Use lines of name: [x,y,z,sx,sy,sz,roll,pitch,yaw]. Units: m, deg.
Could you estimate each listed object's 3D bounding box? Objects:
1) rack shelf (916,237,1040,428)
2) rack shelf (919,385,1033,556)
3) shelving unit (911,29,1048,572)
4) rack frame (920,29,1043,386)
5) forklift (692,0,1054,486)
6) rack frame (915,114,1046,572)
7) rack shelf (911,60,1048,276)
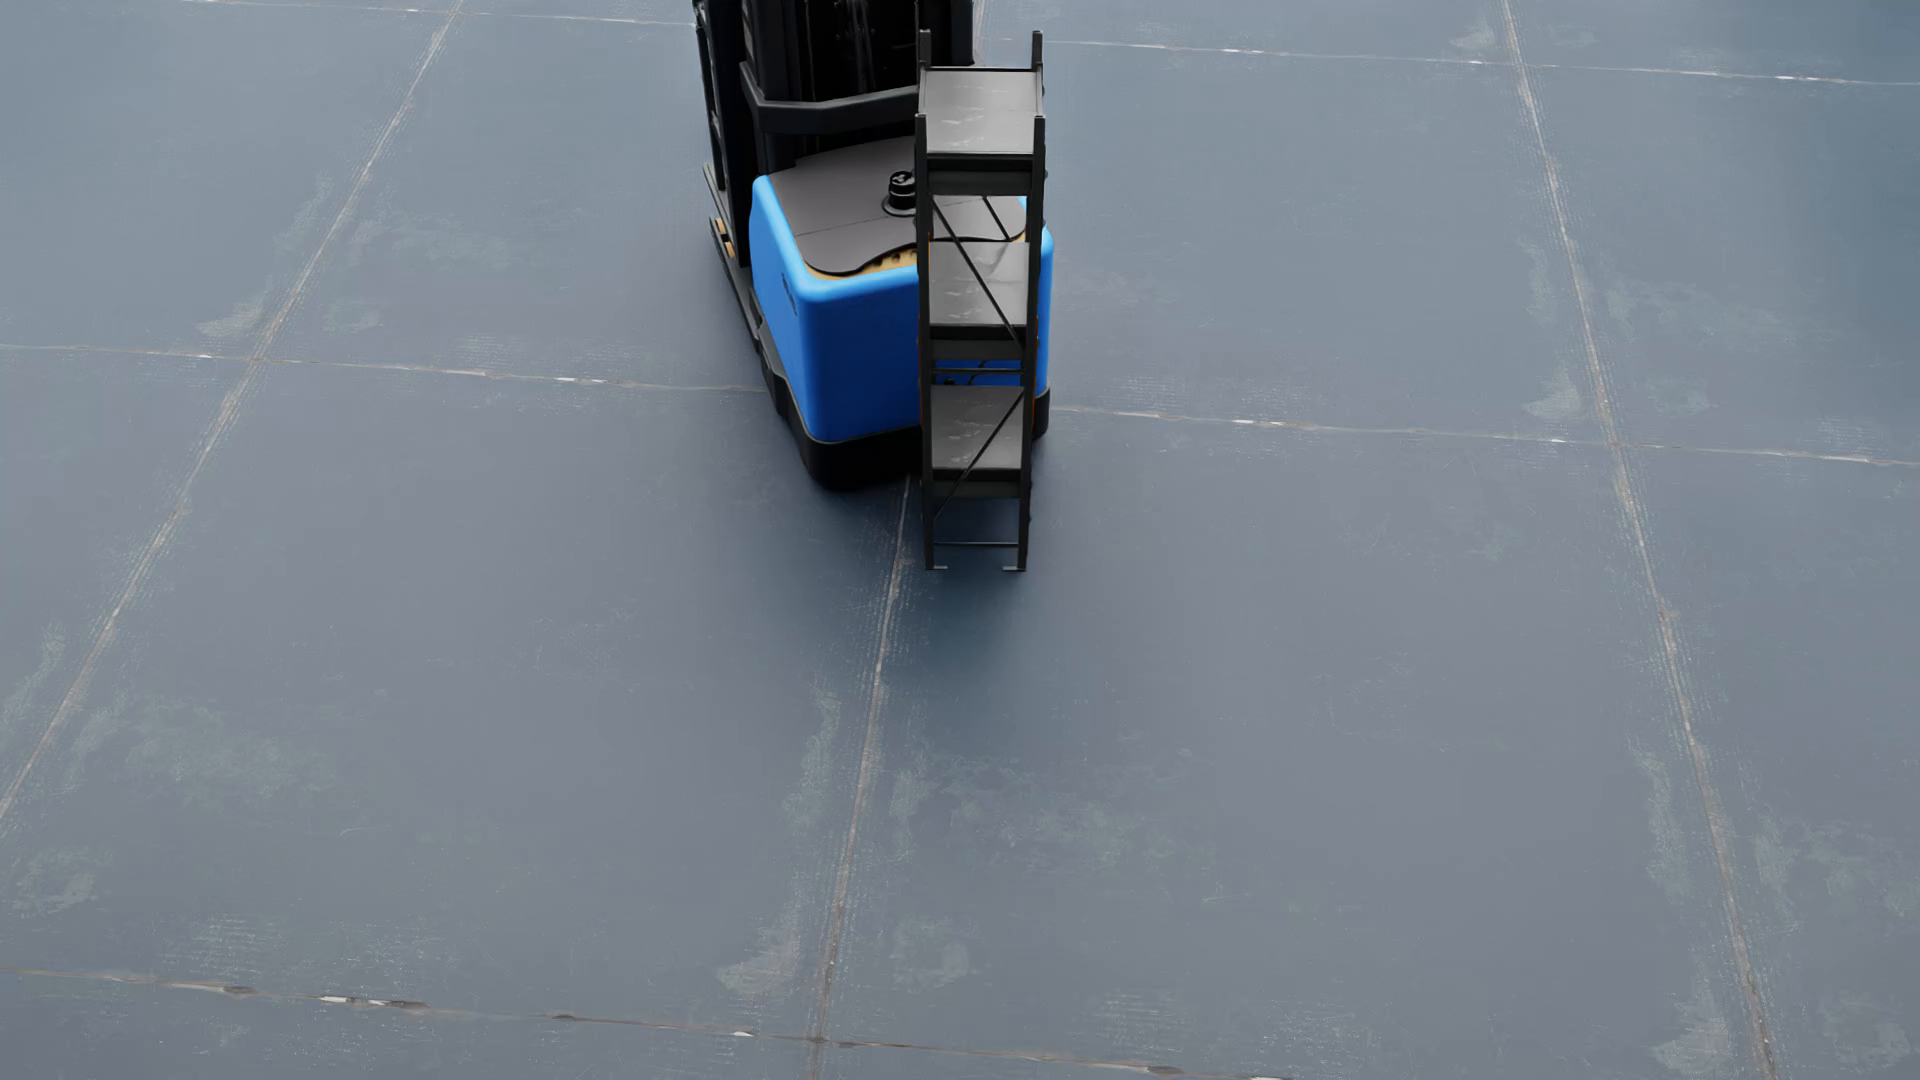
rack shelf: [0.066,-0.761,6.042,0.431,0.518,0.480,1,48,1]
rack shelf: [0.066,-0.289,6.558,0.431,0.518,0.480,1,48,1]
shelving unit: [0.066,-0.770,6.032,0.431,2.100,0.503,1,48,1]
rack frame: [0.070,-0.950,6.196,0.400,2.100,0.015,1,48,1]
forklift: [-0.563,-2.326,6.891,1.130,2.935,3.031,-14,49,-12]
rack frame: [0.062,-0.590,5.867,0.400,2.100,0.015,1,48,1]
rack shelf: [0.066,-1.234,5.525,0.431,0.518,0.480,1,48,1]
